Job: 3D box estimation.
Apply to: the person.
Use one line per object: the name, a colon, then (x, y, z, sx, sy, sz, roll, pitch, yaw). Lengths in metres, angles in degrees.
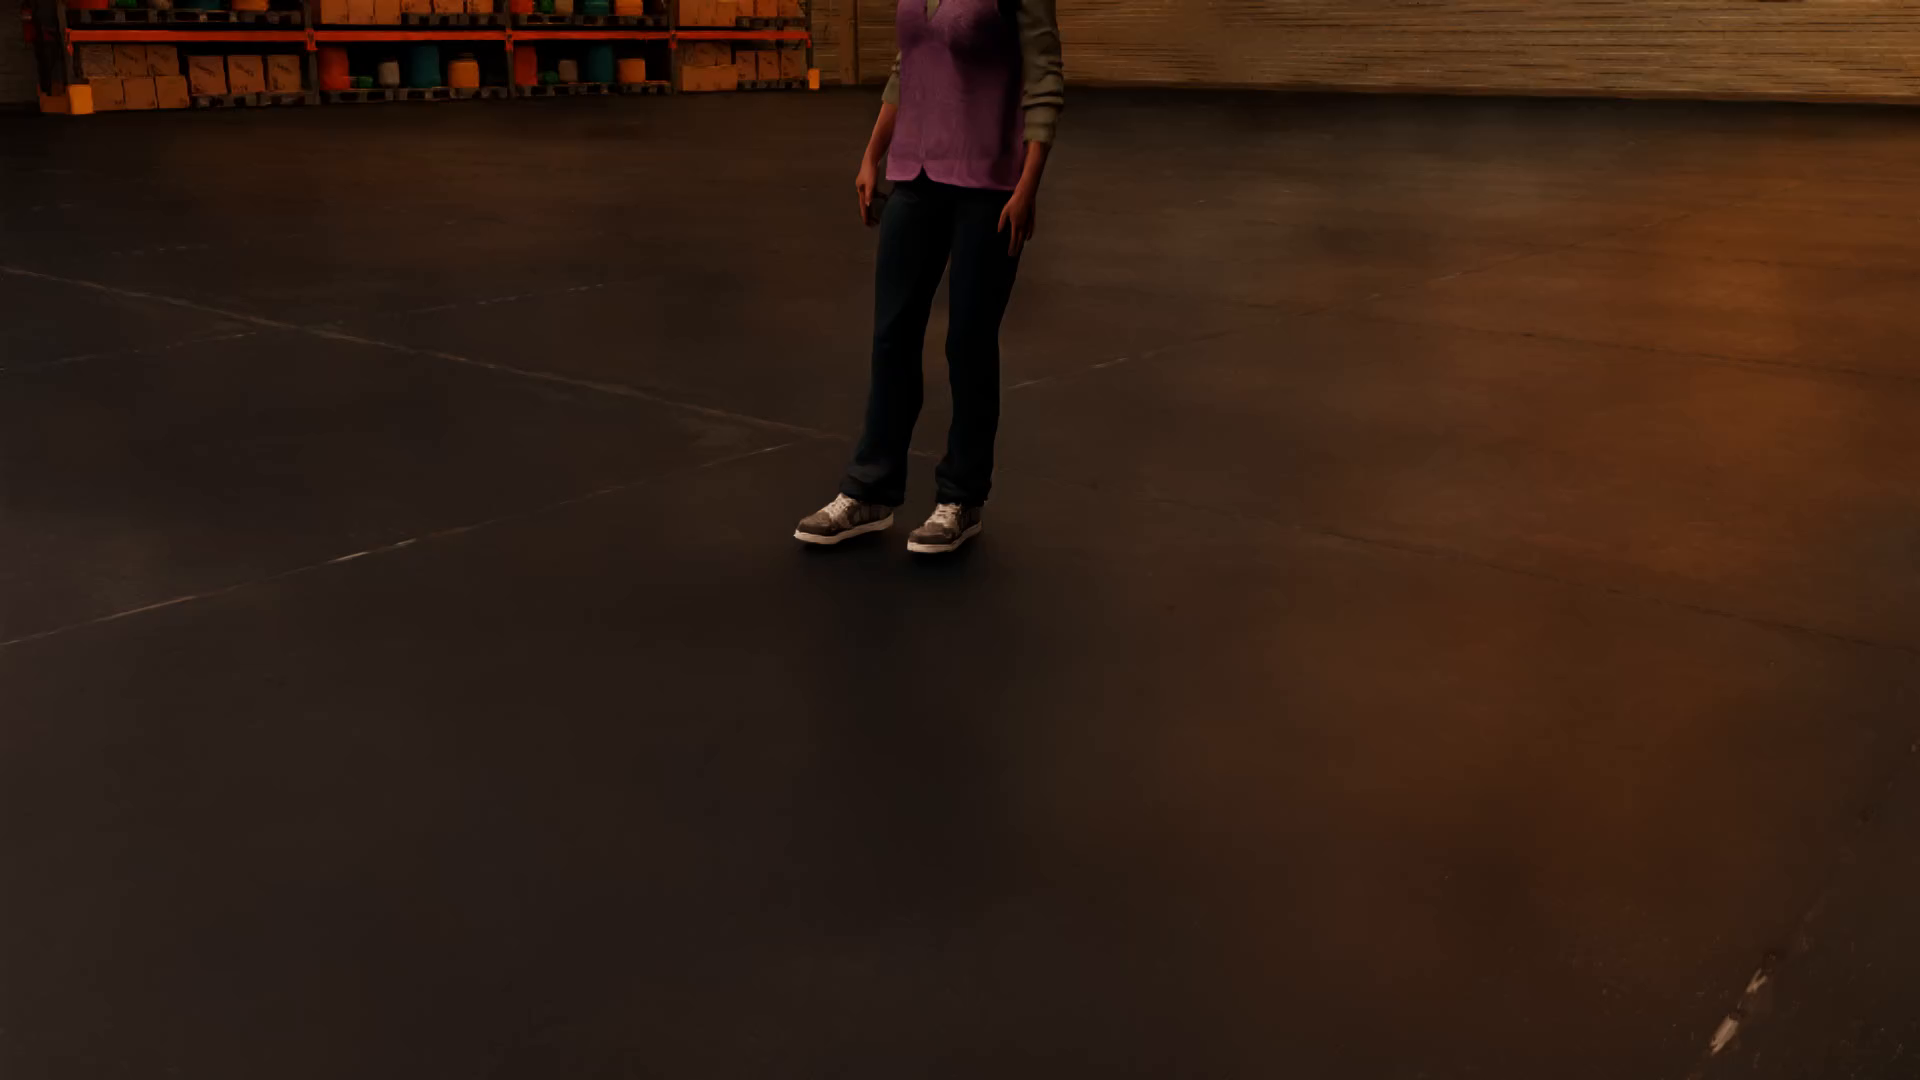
person: (-0.058, -0.757, 3.661, 0.520, 1.597, 0.473, 13, 21, 37)
